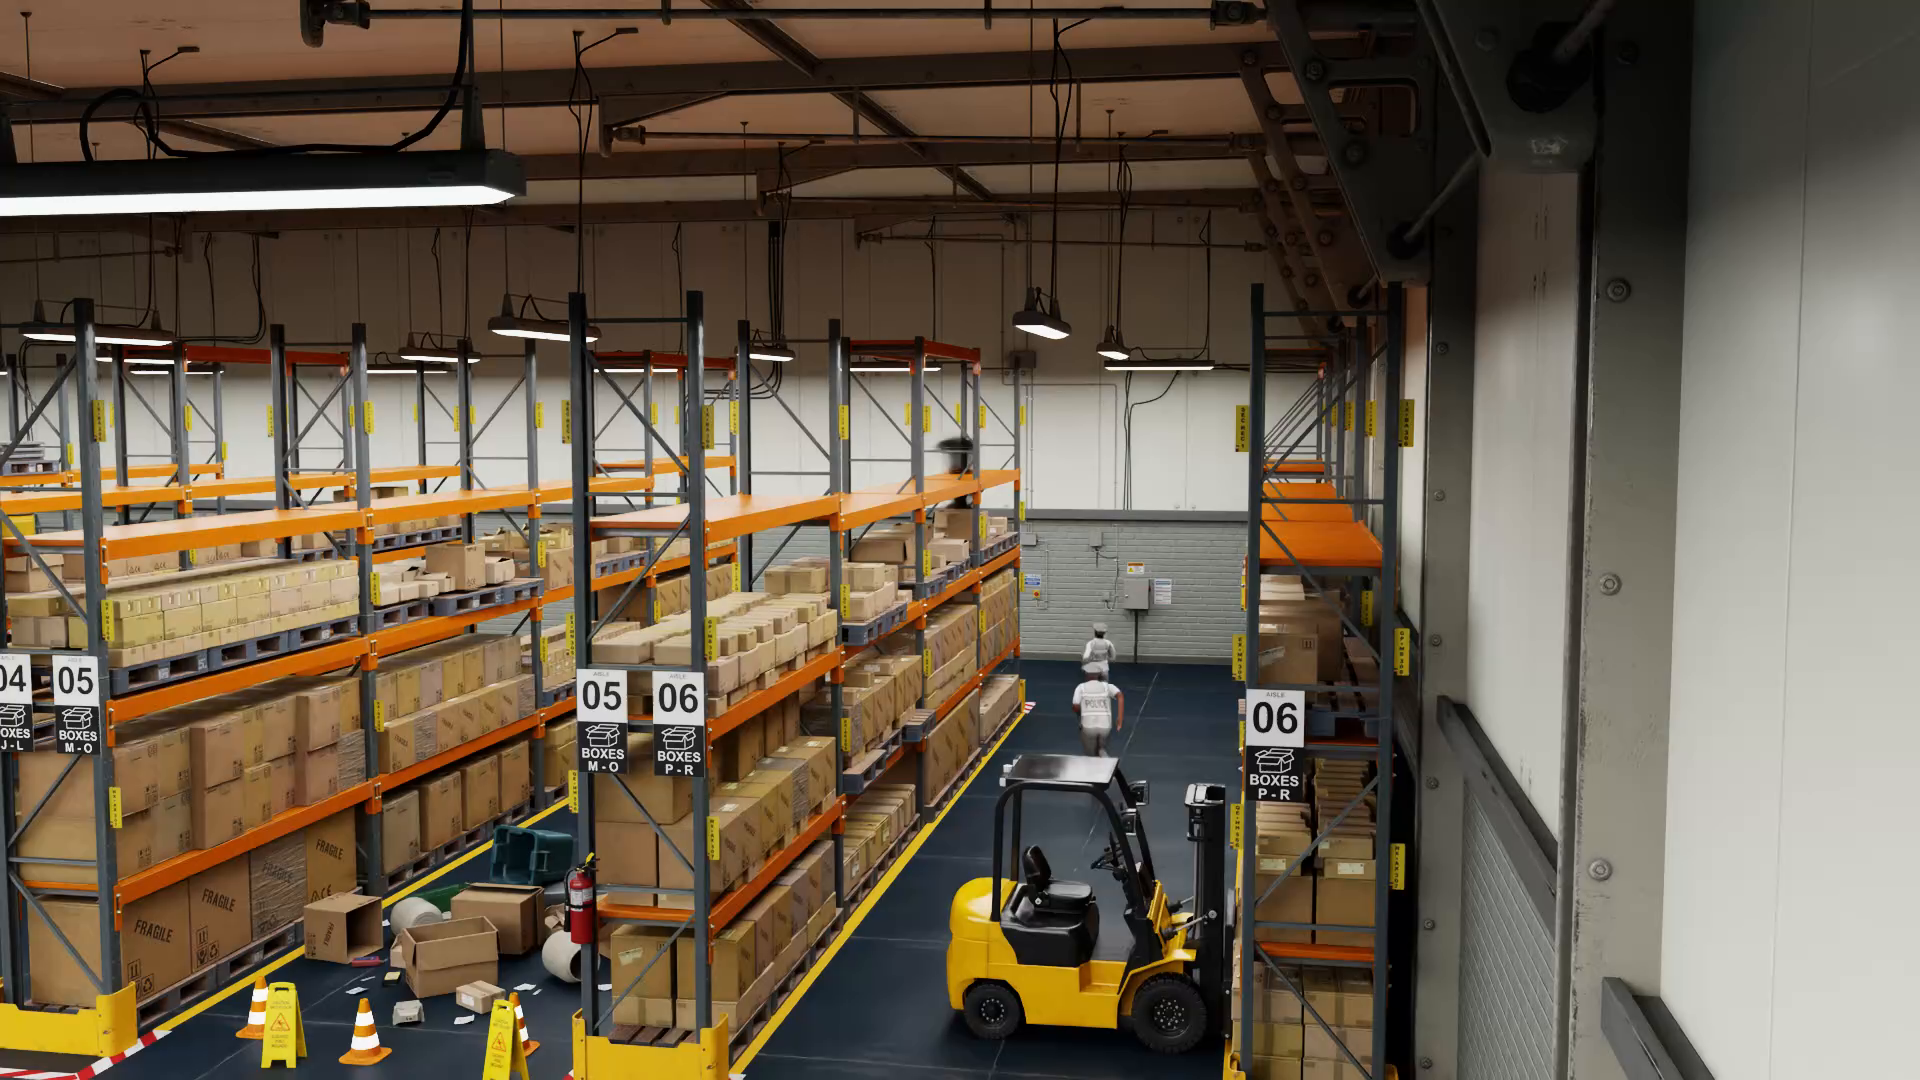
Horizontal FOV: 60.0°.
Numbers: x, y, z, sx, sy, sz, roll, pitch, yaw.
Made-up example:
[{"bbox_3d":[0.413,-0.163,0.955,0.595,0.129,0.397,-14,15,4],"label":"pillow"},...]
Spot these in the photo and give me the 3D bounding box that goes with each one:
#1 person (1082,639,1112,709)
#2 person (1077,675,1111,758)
[{"bbox_3d":[-14.254,0.543,19.730,35.285,5.924,21.746,-1,5,-10],"label":"person"},{"bbox_3d":[1.804,2.547,22.339,0.447,1.480,0.565,-1,5,-13],"label":"person"}]
